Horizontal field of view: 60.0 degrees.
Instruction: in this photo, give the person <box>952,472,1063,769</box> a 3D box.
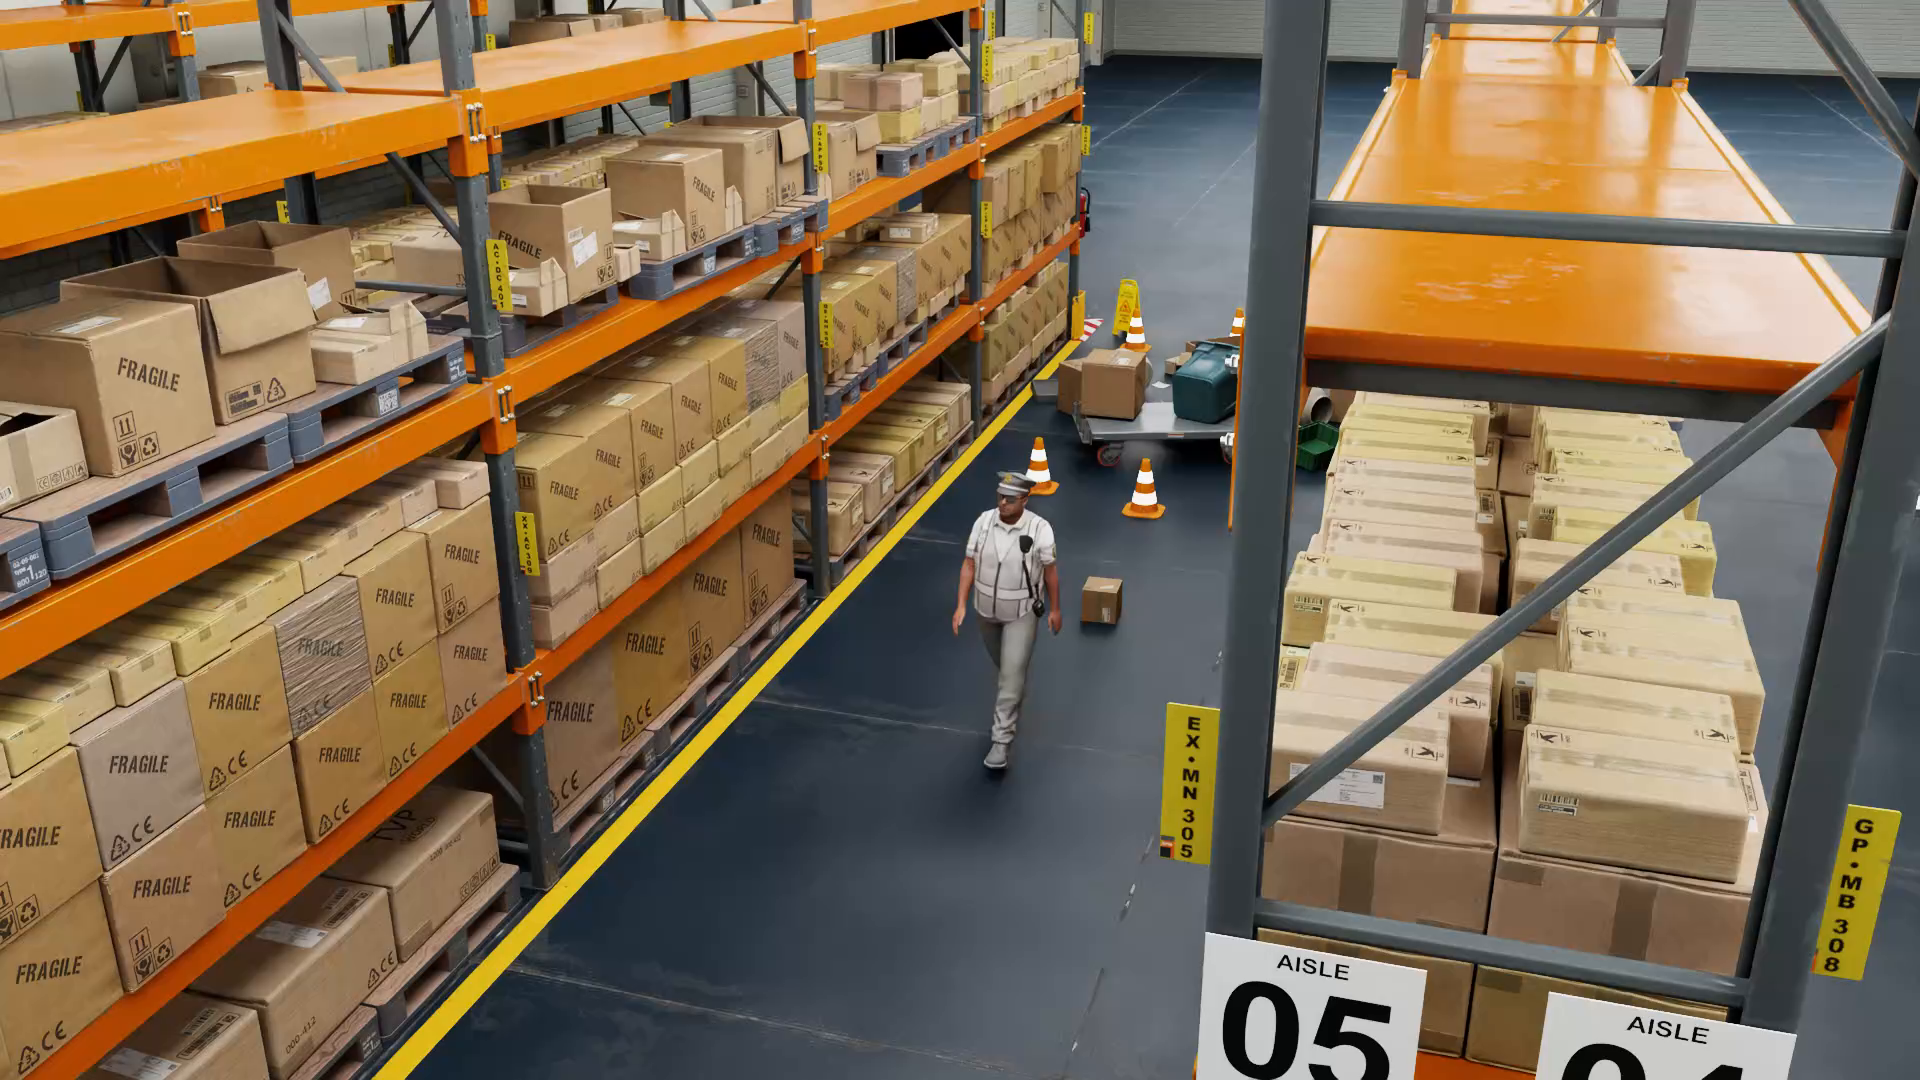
[{"bbox_3d":[0.265,0.403,10.057,0.573,1.711,1.077,11,24,25],"label":"person"}]
